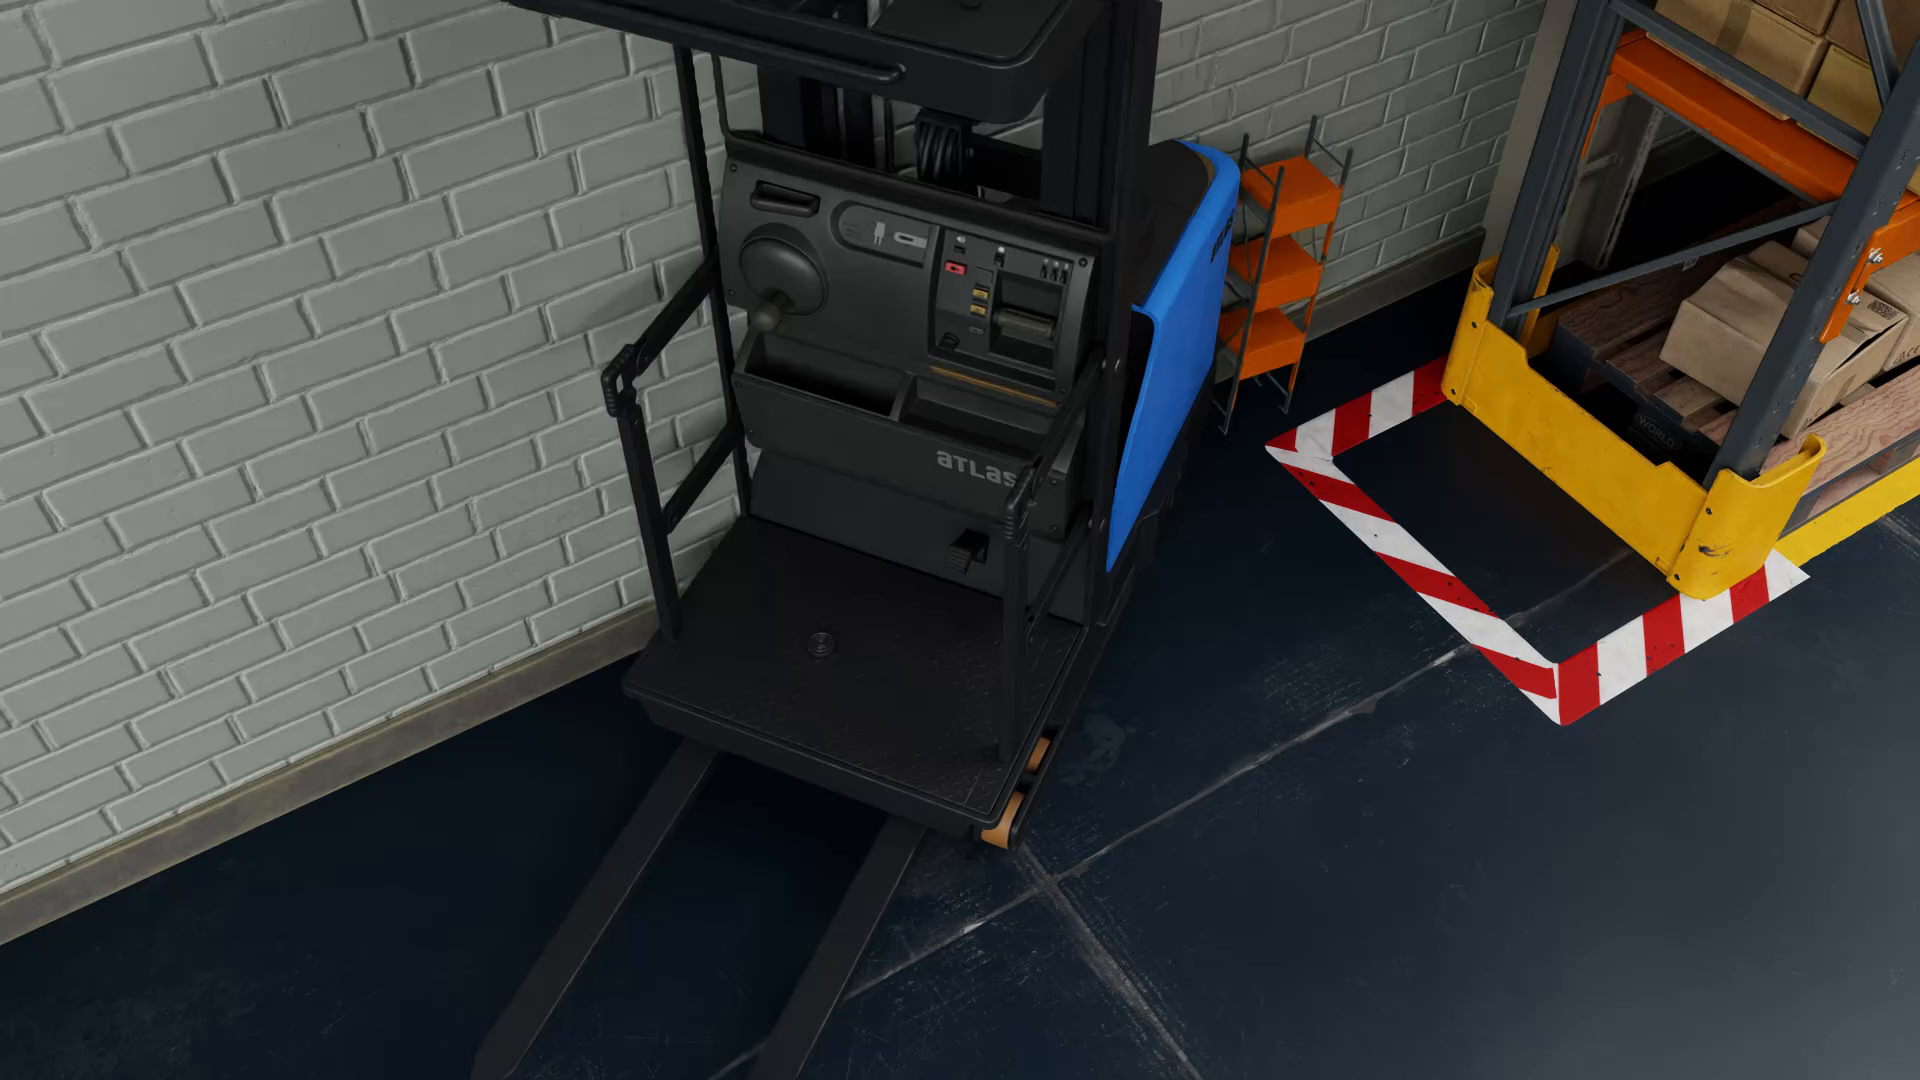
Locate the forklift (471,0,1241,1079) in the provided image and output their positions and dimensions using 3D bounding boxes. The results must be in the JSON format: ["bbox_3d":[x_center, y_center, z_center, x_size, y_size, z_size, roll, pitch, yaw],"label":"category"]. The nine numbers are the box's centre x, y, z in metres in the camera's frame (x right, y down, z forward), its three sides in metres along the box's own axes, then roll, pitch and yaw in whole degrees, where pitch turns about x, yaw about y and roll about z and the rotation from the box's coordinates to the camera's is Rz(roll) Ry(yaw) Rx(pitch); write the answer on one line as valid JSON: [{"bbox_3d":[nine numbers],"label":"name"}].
[{"bbox_3d":[-0.223,-0.515,3.746,1.130,2.935,3.031,18,51,15],"label":"forklift"}]

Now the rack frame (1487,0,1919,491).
[{"bbox_3d":[2.018,-1.203,4.313,0.127,3.000,1.000,-25,53,-21],"label":"rack frame"}]

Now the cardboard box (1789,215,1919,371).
[{"bbox_3d":[3.134,-0.901,5.550,0.500,0.311,0.500,-21,52,-18],"label":"cardboard box"}]

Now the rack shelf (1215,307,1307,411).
[{"bbox_3d":[0.961,-0.617,5.474,0.240,0.259,0.215,-19,51,-19],"label":"rack shelf"}]

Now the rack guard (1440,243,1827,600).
[{"bbox_3d":[2.083,-0.402,5.274,0.348,0.500,1.175,-25,53,-21],"label":"rack guard"}]

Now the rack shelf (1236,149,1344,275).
[{"bbox_3d":[0.984,-0.999,5.063,0.240,0.259,0.215,-19,51,-19],"label":"rack shelf"}]

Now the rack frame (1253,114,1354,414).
[{"bbox_3d":[1.082,-0.850,5.304,0.008,1.050,0.200,-19,51,-19],"label":"rack frame"}]

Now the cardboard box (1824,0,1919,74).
[{"bbox_3d":[2.583,-1.410,4.082,0.500,0.500,0.500,-25,53,-21],"label":"cardboard box"}]

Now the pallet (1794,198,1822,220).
[{"bbox_3d":[3.819,-1.091,6.080,1.213,0.211,1.003,-25,53,-21],"label":"pallet"}]

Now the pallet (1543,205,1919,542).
[{"bbox_3d":[2.789,-0.608,5.650,1.213,0.211,1.003,-25,53,-21],"label":"pallet"}]

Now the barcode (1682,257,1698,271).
[{"bbox_3d":[2.454,-0.937,5.576,0.075,0.075,0.001,-25,53,-21],"label":"barcode"}]

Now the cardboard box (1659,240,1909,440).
[{"bbox_3d":[2.652,-0.674,5.348,0.500,0.311,0.500,-31,55,-25],"label":"cardboard box"}]

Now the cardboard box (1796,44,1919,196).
[{"bbox_3d":[2.601,-1.154,4.356,0.500,0.250,0.500,-27,54,-22],"label":"cardboard box"}]

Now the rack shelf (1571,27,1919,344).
[{"bbox_3d":[3.710,-1.761,5.291,4.000,0.370,1.077,-25,53,-21],"label":"rack shelf"}]

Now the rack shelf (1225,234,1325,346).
[{"bbox_3d":[0.972,-0.806,5.271,0.240,0.259,0.215,-19,51,-19],"label":"rack shelf"}]

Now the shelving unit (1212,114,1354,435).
[{"bbox_3d":[0.973,-0.813,5.263,0.252,1.050,0.215,-19,51,-19],"label":"shelving unit"}]

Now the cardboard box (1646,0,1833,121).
[{"bbox_3d":[2.310,-1.469,4.637,0.500,0.250,0.500,-25,53,-20],"label":"cardboard box"}]

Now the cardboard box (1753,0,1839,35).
[{"bbox_3d":[2.304,-1.732,4.368,0.500,0.500,0.500,-26,53,-21],"label":"cardboard box"}]

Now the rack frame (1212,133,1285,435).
[{"bbox_3d":[0.864,-0.776,5.222,0.008,1.050,0.200,-19,51,-19],"label":"rack frame"}]

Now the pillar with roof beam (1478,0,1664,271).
[{"bbox_3d":[4.446,-1.305,0.386,0.400,9.000,9.100,-25,53,-21],"label":"pillar with roof beam"}]
